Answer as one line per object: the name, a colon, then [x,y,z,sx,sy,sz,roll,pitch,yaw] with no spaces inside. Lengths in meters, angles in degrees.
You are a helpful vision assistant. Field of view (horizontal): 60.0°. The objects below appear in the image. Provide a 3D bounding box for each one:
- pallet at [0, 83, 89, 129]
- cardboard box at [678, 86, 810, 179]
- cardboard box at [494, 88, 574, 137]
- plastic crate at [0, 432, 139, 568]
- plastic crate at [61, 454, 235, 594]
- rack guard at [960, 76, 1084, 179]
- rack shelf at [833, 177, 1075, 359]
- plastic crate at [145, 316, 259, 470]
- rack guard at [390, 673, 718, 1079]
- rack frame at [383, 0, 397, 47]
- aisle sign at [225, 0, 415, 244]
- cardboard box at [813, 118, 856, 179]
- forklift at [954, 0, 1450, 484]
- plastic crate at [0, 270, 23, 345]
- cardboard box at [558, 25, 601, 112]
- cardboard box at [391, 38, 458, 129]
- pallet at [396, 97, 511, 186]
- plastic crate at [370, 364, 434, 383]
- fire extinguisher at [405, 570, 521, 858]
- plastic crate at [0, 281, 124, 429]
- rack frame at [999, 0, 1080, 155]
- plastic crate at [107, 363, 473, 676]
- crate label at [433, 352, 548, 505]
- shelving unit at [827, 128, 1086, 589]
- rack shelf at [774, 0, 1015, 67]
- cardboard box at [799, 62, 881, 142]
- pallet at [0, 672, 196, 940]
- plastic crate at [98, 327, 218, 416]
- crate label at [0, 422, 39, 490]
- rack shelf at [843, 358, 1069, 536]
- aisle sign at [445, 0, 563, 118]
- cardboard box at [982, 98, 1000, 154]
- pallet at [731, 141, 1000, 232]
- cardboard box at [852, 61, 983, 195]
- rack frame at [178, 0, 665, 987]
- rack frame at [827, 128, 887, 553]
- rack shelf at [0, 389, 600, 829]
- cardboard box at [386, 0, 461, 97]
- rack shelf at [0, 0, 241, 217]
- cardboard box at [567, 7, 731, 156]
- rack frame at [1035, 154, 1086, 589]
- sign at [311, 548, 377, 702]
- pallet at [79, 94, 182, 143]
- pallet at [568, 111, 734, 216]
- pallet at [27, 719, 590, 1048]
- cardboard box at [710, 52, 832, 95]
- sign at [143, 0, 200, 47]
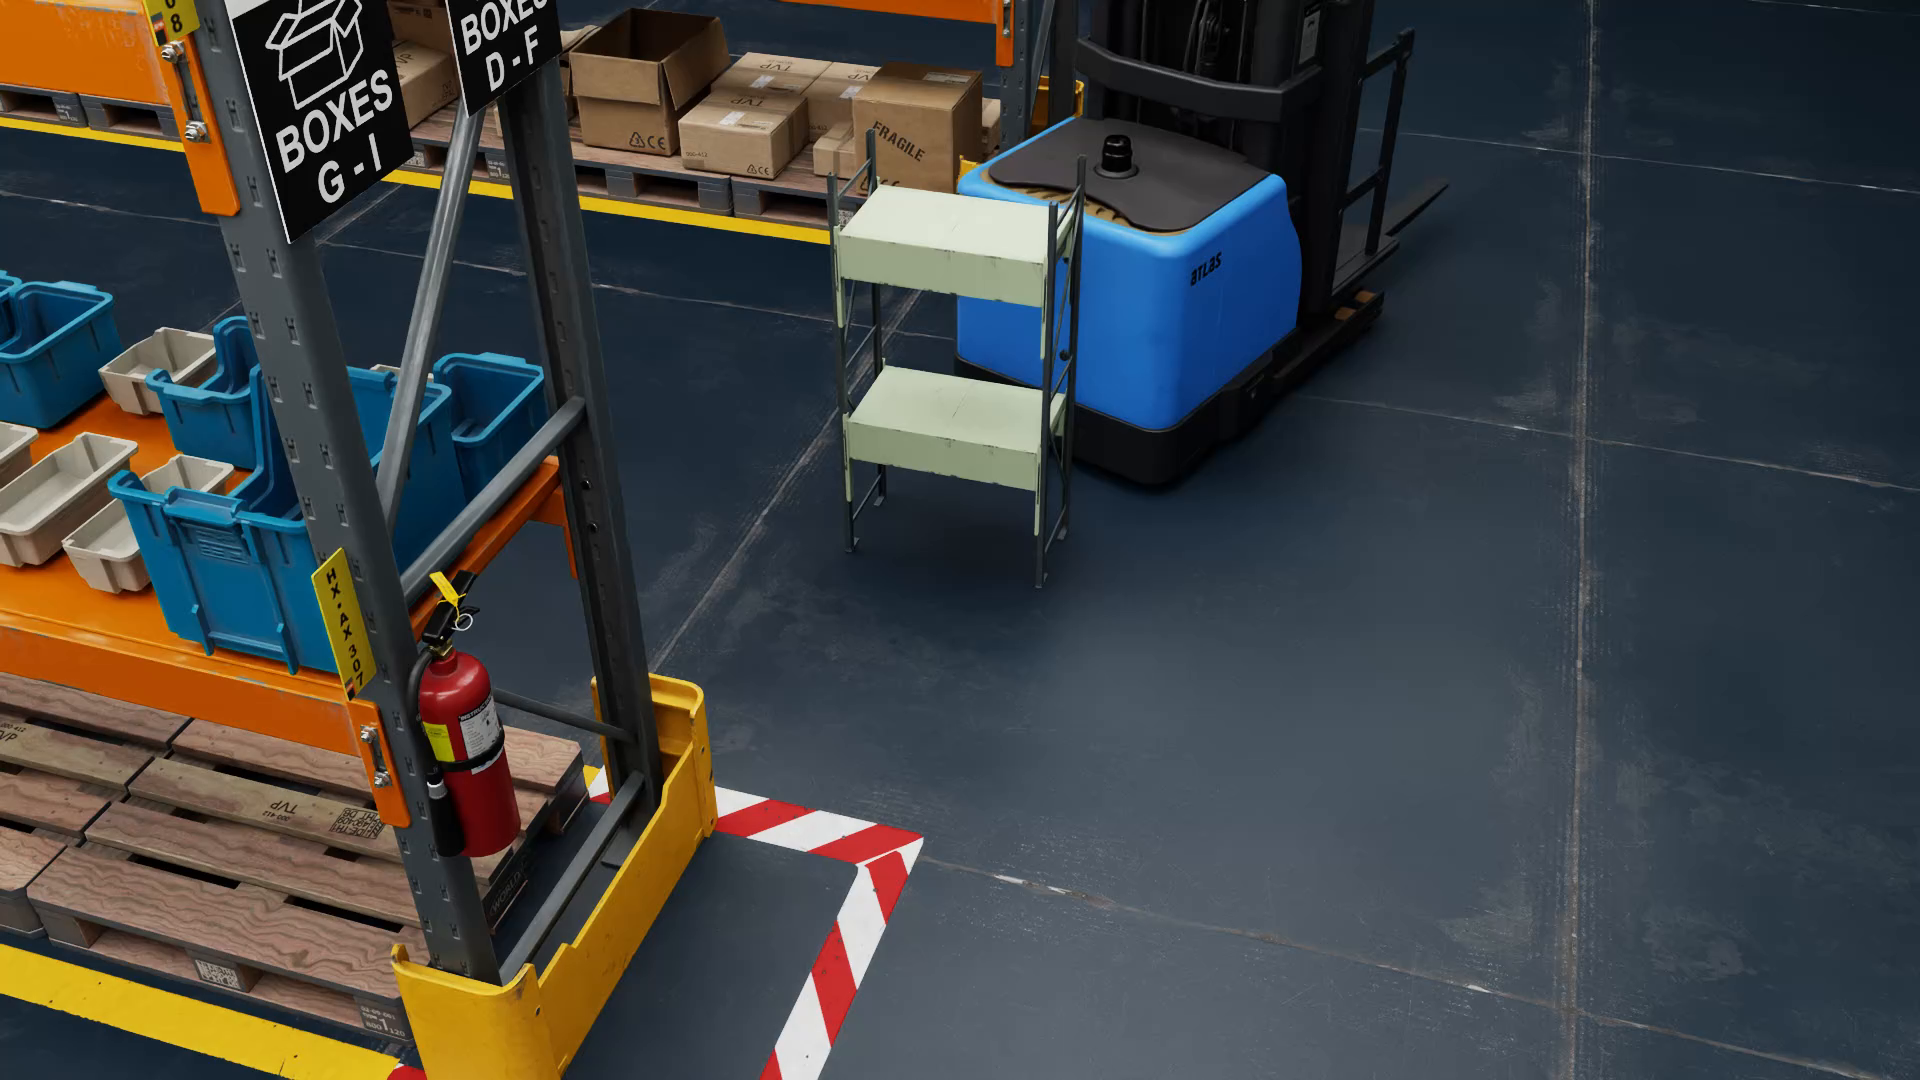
pallet: [-5.382,-2.798,9.874,1.213,0.211,1.003,10,38,14]
cardboard box: [-1.098,-2.089,8.506,0.500,0.250,0.500,10,38,14]
cardboard box: [-2.261,-2.277,8.832,0.250,0.166,0.380,10,38,14]
plastic crate: [-2.193,-0.094,4.020,0.243,0.136,0.396,10,38,14]
plastic crate: [-1.921,-0.035,3.939,0.243,0.136,0.396,10,38,14]
rack guard: [0.320,-1.884,8.388,0.348,0.500,1.175,10,38,14]
rack shelf: [-0.006,-0.920,5.576,0.720,0.370,0.431,10,38,14]
plastic crate: [-1.854,-0.378,4.324,0.300,0.233,0.416,10,38,14]
rack guard: [-1.062,0.928,4.567,0.348,0.500,1.175,10,38,14]
rack frame: [-3.426,-3.584,8.589,0.127,3.000,1.000,10,38,14]
aisle sign: [-1.107,-0.944,2.809,0.004,0.787,0.394,10,38,14]
cardboard box: [-0.560,-1.993,8.446,0.250,0.166,0.380,10,38,14]
forklift: [1.268,-2.214,6.785,1.130,2.935,3.031,24,43,29]
plastic crate: [-2.769,-0.548,4.554,0.300,0.233,0.416,10,38,14]
cardboard box: [-2.082,-2.606,9.157,0.500,0.311,0.500,10,38,14]
cardboard box: [-3.090,-2.482,8.989,0.500,0.311,0.500,10,38,14]
pallet: [-2.771,-2.339,9.250,1.213,0.211,1.003,10,38,14]
plastic crate: [-1.507,-0.327,4.335,0.298,0.136,0.250,10,38,14]
fire extinguisher: [-1.080,0.390,3.570,0.183,0.674,0.296,10,38,14]
plastic crate: [-2.483,-0.495,4.482,0.300,0.233,0.416,10,38,14]
rack frame: [0.392,-2.877,7.629,0.127,3.000,1.000,10,38,14]
plastic crate: [-1.464,-0.067,3.730,0.499,0.435,0.616,10,38,14]
crate label: [-1.226,-0.262,4.166,0.303,0.233,0.416,10,38,14]
shelving unit: [-0.006,-0.605,5.807,0.755,1.500,0.431,10,38,14]
rack shelf: [-1.517,-2.941,8.322,4.000,0.370,1.077,10,38,14]
cardboard box: [-0.520,-2.292,8.782,0.500,0.250,0.500,10,38,14]
pallet: [-3.025,0.663,5.171,1.213,0.211,1.003,10,38,14]
plastic crate: [-2.155,-0.447,4.498,0.298,0.136,0.250,10,38,14]
crate label: [-2.466,-0.130,4.068,0.243,0.136,0.396,10,38,14]
rack shelf: [-0.006,-0.343,6.000,0.720,0.370,0.431,10,38,14]
aisle sign: [-0.931,-1.278,3.262,0.004,0.787,0.394,10,38,14]
cardboard box: [0.095,-2.175,8.708,0.250,0.149,0.380,10,38,14]
pallet: [-0.442,-1.908,8.664,1.213,0.211,1.003,10,38,14]
cardboard box: [-0.200,-2.004,8.180,0.500,0.500,0.500,10,38,14]
rack frame: [-1.089,-0.075,3.822,0.127,3.000,1.000,10,38,14]
rack frame: [-0.356,-0.670,5.895,0.023,1.500,0.400,10,38,14]
rack shelf: [-2.998,-0.139,4.515,4.000,0.370,1.077,10,38,14]
cardboard box: [-2.798,-2.815,9.281,0.500,0.500,0.500,10,38,14]
rack shelf: [-2.998,-1.347,3.626,4.000,0.370,1.077,10,38,14]
cardboard box: [-1.631,-2.427,8.752,0.637,0.503,0.797,10,38,14]
rack frame: [0.343,-0.541,5.719,0.023,1.500,0.400,10,38,14]
sign: [-1.237,0.173,3.347,0.005,0.325,0.100,10,38,14]
pallet: [-4.214,-2.584,9.582,1.213,0.211,1.003,10,38,14]
pallet: [-1.602,-2.125,8.959,1.213,0.211,1.003,10,38,14]
pallet: [-1.864,0.880,4.876,1.213,0.211,1.003,10,38,14]
cardboard box: [-0.997,-2.380,8.902,0.500,0.250,0.500,10,38,14]
sign: [-1.237,-0.927,2.537,0.005,0.325,0.100,10,38,14]
